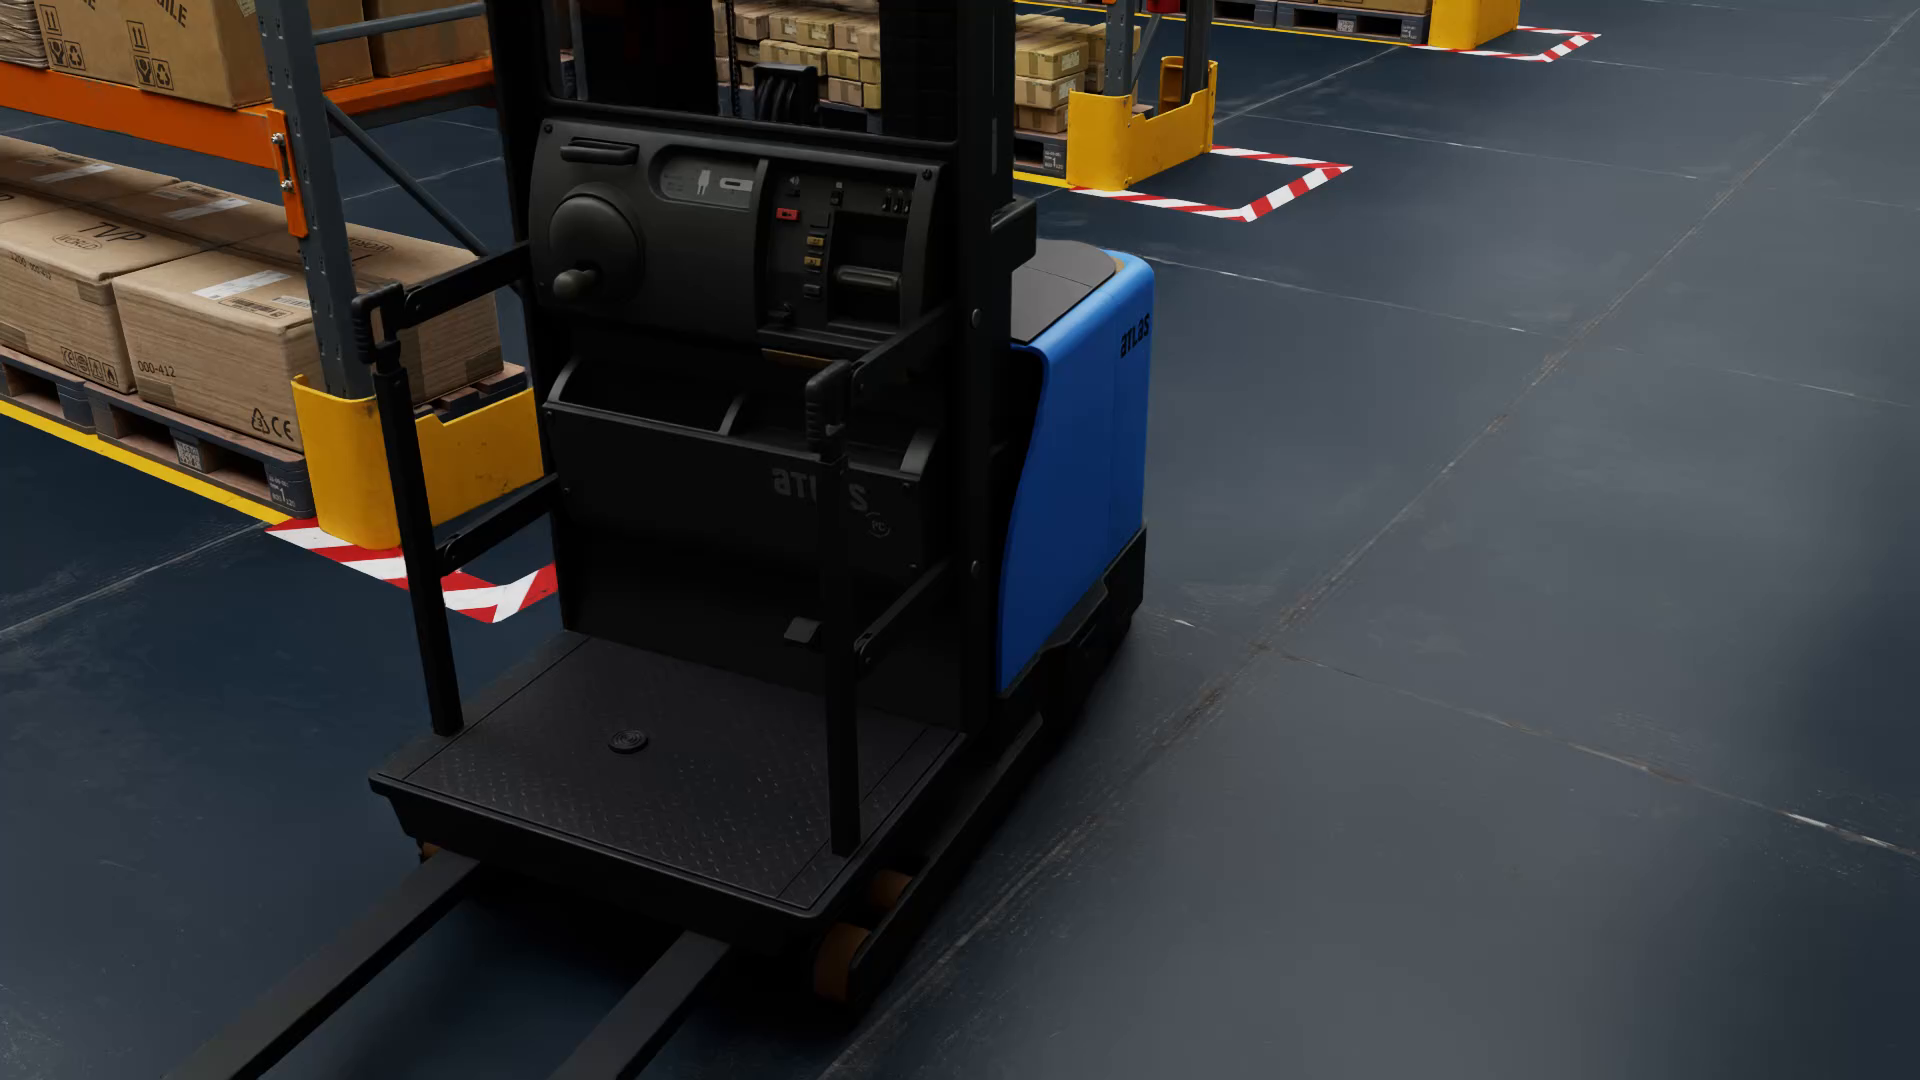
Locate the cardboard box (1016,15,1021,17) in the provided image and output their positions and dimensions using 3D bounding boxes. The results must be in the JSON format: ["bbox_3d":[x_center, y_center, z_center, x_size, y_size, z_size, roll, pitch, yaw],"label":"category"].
[{"bbox_3d":[0.168,-3.051,9.963,0.250,0.149,0.380,16,31,28],"label":"cardboard box"}]

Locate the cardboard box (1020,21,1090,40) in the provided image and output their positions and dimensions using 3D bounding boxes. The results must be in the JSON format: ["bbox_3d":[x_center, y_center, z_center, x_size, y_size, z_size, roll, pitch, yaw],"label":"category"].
[{"bbox_3d":[0.554,-2.906,9.677,0.250,0.149,0.380,18,32,31],"label":"cardboard box"}]

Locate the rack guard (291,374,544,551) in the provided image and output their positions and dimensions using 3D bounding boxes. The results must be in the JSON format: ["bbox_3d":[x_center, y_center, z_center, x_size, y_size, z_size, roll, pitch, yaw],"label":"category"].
[{"bbox_3d":[-1.610,-0.440,5.564,0.348,0.500,1.175,17,32,30],"label":"rack guard"}]

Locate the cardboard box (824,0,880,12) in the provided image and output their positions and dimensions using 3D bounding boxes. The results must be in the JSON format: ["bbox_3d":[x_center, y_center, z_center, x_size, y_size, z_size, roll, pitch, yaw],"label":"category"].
[{"bbox_3d":[-0.651,-3.344,10.539,0.250,0.149,0.380,16,31,29],"label":"cardboard box"}]

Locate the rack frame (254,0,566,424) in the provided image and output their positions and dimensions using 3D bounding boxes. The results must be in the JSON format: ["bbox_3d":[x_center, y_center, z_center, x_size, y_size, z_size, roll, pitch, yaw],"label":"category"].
[{"bbox_3d":[-1.630,-1.560,5.009,0.127,3.000,1.000,17,32,30],"label":"rack frame"}]

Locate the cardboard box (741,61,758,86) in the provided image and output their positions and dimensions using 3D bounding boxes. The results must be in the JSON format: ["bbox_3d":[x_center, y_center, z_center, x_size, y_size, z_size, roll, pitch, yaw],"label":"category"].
[{"bbox_3d":[-1.157,-2.952,10.423,0.250,0.149,0.380,16,31,28],"label":"cardboard box"}]

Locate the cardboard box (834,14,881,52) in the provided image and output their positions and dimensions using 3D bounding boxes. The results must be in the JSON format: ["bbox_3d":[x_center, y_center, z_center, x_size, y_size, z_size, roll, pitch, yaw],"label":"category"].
[{"bbox_3d":[-0.536,-3.012,9.886,0.250,0.149,0.380,16,31,29],"label":"cardboard box"}]

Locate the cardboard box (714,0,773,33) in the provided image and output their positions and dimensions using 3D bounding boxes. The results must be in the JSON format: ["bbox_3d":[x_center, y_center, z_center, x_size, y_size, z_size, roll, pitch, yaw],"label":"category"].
[{"bbox_3d":[-1.384,-3.282,10.416,0.250,0.149,0.380,16,31,29],"label":"cardboard box"}]

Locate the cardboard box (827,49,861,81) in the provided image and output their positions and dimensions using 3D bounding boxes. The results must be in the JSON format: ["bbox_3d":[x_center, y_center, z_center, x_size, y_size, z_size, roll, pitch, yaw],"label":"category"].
[{"bbox_3d":[-0.572,-2.849,9.892,0.250,0.149,0.380,19,33,33],"label":"cardboard box"}]

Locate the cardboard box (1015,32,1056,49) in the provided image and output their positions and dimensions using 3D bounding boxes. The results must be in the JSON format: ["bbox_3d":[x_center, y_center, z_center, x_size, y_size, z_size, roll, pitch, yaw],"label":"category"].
[{"bbox_3d":[0.335,-2.746,9.363,0.250,0.149,0.380,18,32,31],"label":"cardboard box"}]

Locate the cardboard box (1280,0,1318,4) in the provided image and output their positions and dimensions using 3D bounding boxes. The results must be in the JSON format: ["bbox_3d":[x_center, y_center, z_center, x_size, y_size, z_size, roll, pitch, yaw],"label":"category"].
[{"bbox_3d":[2.658,-4.874,13.399,0.875,0.875,0.875,17,32,30],"label":"cardboard box"}]

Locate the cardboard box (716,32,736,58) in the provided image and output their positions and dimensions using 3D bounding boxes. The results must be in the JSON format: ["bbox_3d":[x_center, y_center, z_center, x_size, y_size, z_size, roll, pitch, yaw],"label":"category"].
[{"bbox_3d":[-1.389,-3.150,10.484,0.250,0.149,0.380,16,31,28],"label":"cardboard box"}]

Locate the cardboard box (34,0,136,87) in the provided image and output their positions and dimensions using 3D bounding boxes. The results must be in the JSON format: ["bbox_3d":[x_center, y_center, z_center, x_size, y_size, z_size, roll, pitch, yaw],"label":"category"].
[{"bbox_3d":[-2.583,-1.764,5.299,0.500,0.500,0.500,17,31,29],"label":"cardboard box"}]

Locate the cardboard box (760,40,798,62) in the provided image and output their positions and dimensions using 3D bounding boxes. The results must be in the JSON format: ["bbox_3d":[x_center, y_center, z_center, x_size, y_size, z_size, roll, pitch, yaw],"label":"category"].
[{"bbox_3d":[-1.003,-2.982,10.154,0.250,0.149,0.380,17,32,30],"label":"cardboard box"}]

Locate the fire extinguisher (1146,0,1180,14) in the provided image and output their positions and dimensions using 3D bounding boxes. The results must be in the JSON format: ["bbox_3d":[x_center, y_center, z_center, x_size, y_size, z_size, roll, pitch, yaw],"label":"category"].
[{"bbox_3d":[1.036,-2.999,8.332,0.183,0.674,0.296,17,32,30],"label":"fire extinguisher"}]

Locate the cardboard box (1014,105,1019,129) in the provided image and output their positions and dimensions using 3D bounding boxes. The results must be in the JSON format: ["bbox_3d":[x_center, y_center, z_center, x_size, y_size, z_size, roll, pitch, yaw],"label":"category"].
[{"bbox_3d":[0.268,-2.439,9.415,0.250,0.149,0.380,18,32,32],"label":"cardboard box"}]

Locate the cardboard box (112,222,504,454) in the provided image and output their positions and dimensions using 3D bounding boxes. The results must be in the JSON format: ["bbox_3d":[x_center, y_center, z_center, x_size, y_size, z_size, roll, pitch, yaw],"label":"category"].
[{"bbox_3d":[-2.231,-0.738,5.754,0.875,0.438,0.875,16,31,29],"label":"cardboard box"}]

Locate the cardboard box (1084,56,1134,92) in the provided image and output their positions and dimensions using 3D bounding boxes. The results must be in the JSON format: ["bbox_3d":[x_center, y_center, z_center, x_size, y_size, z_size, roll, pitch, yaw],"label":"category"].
[{"bbox_3d":[0.803,-2.717,9.633,0.250,0.149,0.380,19,32,32],"label":"cardboard box"}]

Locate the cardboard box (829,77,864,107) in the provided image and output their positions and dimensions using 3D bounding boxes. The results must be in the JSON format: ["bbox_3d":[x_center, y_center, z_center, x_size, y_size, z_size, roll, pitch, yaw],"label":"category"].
[{"bbox_3d":[-0.572,-2.717,9.962,0.250,0.149,0.380,18,32,31],"label":"cardboard box"}]

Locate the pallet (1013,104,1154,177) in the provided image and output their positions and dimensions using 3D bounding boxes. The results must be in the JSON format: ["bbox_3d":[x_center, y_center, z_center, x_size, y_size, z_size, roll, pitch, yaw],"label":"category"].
[{"bbox_3d":[0.377,-2.435,9.803,1.213,0.211,1.003,17,32,30],"label":"pallet"}]

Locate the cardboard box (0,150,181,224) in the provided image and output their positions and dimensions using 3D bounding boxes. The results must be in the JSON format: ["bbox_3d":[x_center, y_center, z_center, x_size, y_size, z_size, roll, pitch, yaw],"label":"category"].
[{"bbox_3d":[-3.732,-1.202,6.666,0.875,0.438,0.875,16,31,29],"label":"cardboard box"}]

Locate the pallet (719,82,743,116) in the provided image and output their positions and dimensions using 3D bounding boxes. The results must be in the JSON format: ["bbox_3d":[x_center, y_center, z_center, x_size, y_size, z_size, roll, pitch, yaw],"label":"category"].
[{"bbox_3d":[-1.634,-3.062,11.034,1.213,0.211,1.003,17,32,30],"label":"pallet"}]

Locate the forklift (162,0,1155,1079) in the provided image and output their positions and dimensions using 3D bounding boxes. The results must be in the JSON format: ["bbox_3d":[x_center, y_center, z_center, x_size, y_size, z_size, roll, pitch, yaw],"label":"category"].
[{"bbox_3d":[-0.559,-0.584,3.165,1.130,2.935,3.031,12,29,22],"label":"forklift"}]

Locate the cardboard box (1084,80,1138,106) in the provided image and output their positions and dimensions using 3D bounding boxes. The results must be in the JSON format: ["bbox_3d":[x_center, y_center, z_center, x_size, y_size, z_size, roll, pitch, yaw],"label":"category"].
[{"bbox_3d":[0.839,-2.608,9.747,0.250,0.149,0.380,18,32,31],"label":"cardboard box"}]

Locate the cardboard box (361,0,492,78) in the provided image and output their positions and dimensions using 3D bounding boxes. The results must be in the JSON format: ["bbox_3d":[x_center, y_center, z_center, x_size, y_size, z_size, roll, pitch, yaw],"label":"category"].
[{"bbox_3d":[-1.863,-1.835,5.439,0.500,0.500,0.500,17,32,30],"label":"cardboard box"}]

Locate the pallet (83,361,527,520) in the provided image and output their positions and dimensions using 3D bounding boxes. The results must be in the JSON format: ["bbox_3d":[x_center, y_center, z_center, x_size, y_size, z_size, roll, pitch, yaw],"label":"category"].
[{"bbox_3d":[-2.333,-0.494,5.987,1.213,0.211,1.003,17,32,30],"label":"pallet"}]

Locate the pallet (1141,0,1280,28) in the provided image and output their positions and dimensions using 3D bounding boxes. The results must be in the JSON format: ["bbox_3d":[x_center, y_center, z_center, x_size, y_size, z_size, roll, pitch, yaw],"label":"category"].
[{"bbox_3d":[2.276,-4.512,13.884,1.213,0.211,1.003,17,32,30],"label":"pallet"}]

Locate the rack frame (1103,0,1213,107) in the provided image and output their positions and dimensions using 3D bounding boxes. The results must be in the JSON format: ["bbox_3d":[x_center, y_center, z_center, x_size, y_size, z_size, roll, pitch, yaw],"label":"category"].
[{"bbox_3d":[1.089,-3.437,8.696,0.127,3.000,1.000,17,32,30],"label":"rack frame"}]

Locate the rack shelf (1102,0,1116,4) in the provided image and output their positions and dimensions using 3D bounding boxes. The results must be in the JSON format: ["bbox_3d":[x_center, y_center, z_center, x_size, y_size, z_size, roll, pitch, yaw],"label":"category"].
[{"bbox_3d":[-0.559,-3.630,9.869,4.000,0.370,1.077,17,32,30],"label":"rack shelf"}]

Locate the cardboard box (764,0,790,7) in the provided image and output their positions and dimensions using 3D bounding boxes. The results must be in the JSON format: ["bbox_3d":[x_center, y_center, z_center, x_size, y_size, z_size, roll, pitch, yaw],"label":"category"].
[{"bbox_3d":[-1.155,-3.444,10.734,0.250,0.149,0.380,18,32,32],"label":"cardboard box"}]

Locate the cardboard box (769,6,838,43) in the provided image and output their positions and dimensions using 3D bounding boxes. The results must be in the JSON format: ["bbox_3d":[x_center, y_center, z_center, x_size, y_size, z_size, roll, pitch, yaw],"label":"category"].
[{"bbox_3d":[-0.949,-3.147,10.151,0.250,0.149,0.380,16,31,28],"label":"cardboard box"}]
